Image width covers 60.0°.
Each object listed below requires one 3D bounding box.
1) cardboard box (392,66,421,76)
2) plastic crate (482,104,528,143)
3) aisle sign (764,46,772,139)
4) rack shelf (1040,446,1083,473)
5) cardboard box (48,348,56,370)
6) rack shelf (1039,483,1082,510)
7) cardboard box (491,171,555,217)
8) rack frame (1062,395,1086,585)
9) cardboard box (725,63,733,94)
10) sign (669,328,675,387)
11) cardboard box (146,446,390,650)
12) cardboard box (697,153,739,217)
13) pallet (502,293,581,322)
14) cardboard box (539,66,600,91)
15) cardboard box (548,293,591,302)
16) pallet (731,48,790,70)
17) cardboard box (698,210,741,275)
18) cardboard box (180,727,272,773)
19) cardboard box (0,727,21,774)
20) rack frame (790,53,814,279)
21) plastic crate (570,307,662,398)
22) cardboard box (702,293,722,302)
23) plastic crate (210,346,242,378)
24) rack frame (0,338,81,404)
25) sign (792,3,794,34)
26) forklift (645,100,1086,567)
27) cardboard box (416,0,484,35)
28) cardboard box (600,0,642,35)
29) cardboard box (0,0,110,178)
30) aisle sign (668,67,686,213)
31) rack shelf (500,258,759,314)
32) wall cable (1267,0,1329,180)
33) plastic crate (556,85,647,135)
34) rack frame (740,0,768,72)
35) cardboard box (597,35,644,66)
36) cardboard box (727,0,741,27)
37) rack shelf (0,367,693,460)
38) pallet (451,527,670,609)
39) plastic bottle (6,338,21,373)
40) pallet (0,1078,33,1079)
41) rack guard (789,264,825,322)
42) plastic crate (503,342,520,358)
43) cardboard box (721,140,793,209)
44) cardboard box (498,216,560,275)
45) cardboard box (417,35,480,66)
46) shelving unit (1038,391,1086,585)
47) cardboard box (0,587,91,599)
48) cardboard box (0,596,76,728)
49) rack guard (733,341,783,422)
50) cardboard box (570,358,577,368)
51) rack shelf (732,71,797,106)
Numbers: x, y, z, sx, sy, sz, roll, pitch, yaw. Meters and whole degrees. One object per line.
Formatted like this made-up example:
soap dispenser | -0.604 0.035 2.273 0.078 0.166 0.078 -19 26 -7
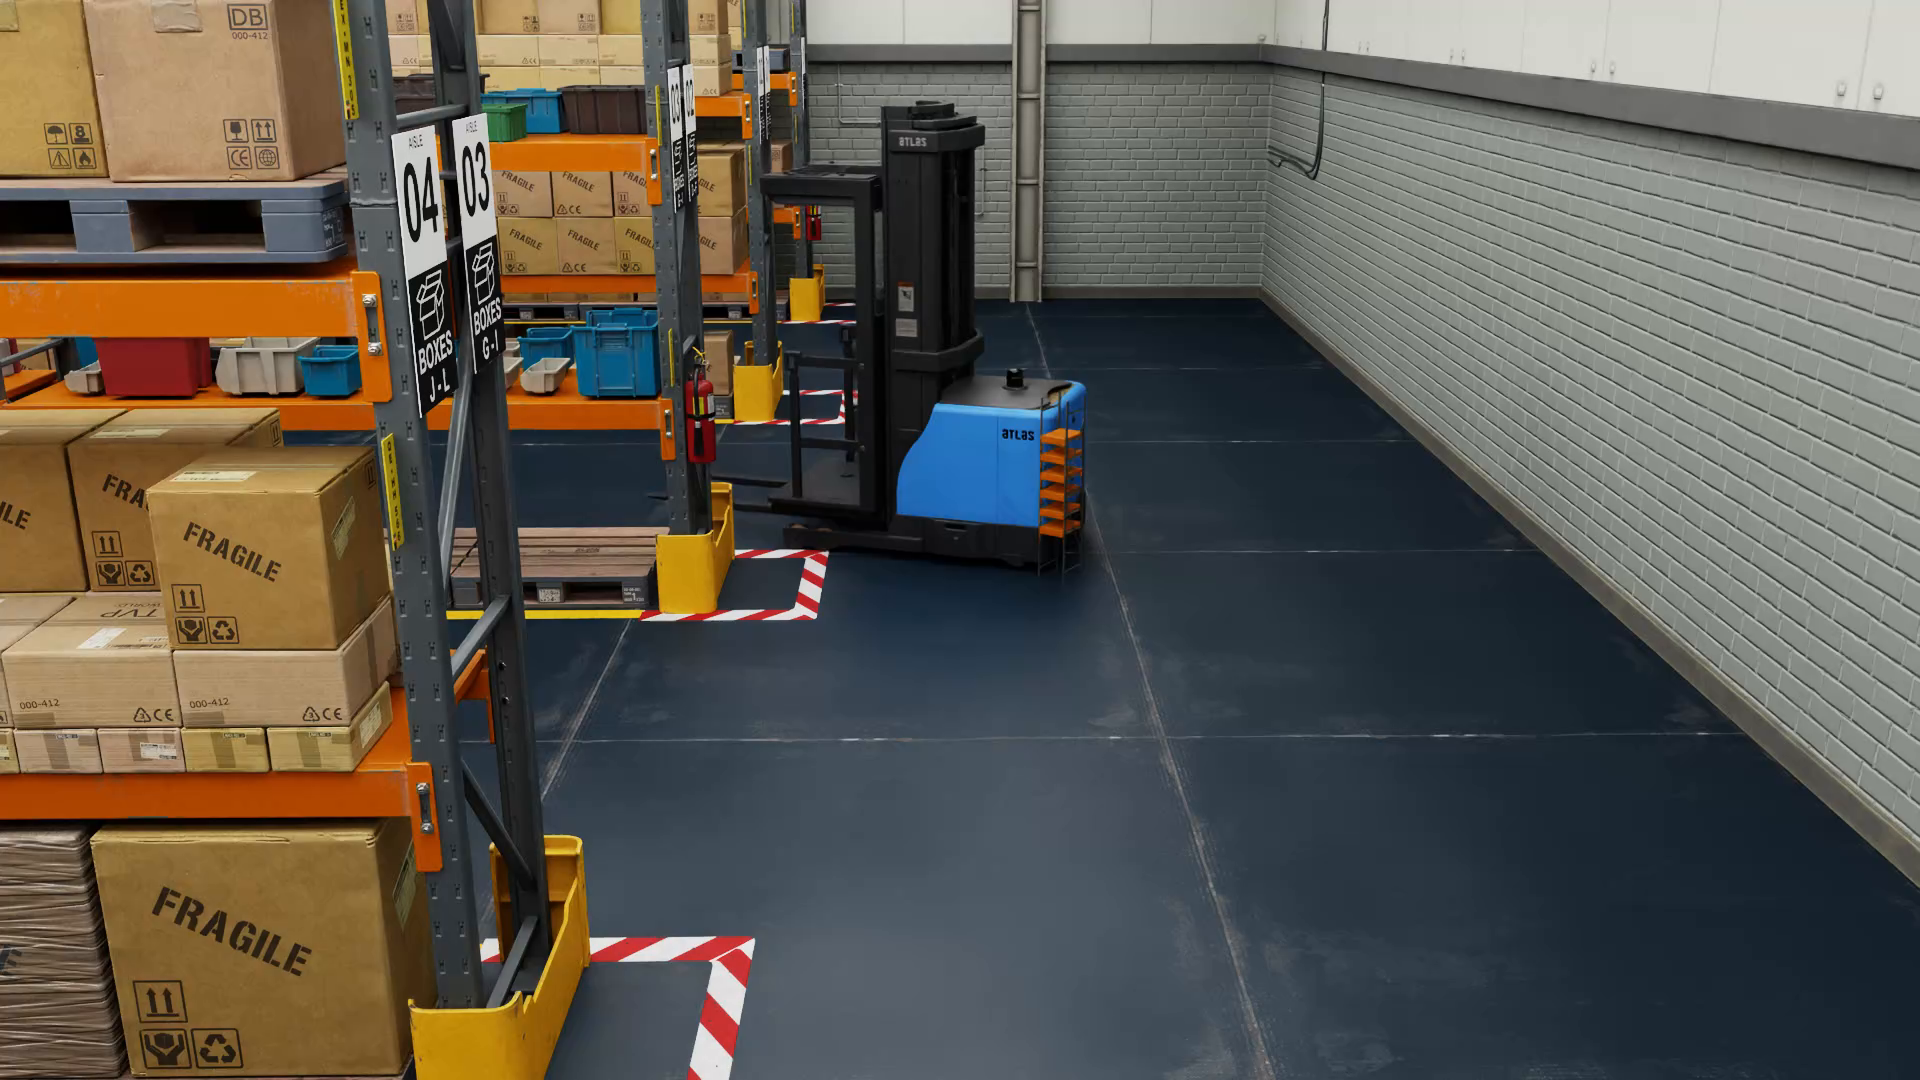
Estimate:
cardboard box | -4.786 -3.930 14.224 0.500 0.250 0.500 0 18 -1
plastic crate | -2.684 -2.388 9.516 0.336 0.188 0.450 0 18 -1
aisle sign | -1.713 -3.993 14.828 0.004 0.787 0.394 0 18 -1
rack shelf | 0.650 -0.515 10.549 0.180 0.103 0.258 12 21 32
cardboard box | -7.770 -1.570 14.902 0.500 0.500 0.500 -1 18 -3
rack shelf | 0.650 -0.287 10.622 0.180 0.103 0.258 12 21 32
cardboard box | -3.755 -3.093 14.480 0.500 0.500 0.500 0 18 1
rack frame | 0.726 -0.313 10.560 0.006 1.200 0.240 12 21 32
cardboard box | -2.295 -4.097 14.743 0.500 0.250 0.500 0 18 -1
sign | -1.678 -1.062 9.680 0.005 0.325 0.100 0 18 -1
cardboard box | -2.107 0.016 5.118 0.500 0.500 0.500 0 18 0
cardboard box | -2.218 -3.103 14.508 0.500 0.500 0.500 0 18 -1
pallet | -5.097 -2.811 19.963 1.213 0.211 1.003 0 18 -1
cardboard box | -3.286 -3.933 14.233 0.500 0.250 0.500 0 18 -1
cardboard box | -4.607 -3.142 19.836 0.500 0.500 0.700 0 18 -1
pallet | -2.600 -5.557 19.195 1.213 0.211 1.003 0 18 -1
cardboard box | -2.220 -2.627 14.663 0.500 0.500 0.500 0 18 1
cardboard box | -2.235 0.584 5.227 0.250 0.149 0.380 0 18 0
cardboard box | -2.996 0.588 5.215 0.250 0.149 0.380 -1 18 -2
rack frame | -1.859 -4.178 19.661 0.127 3.000 1.000 0 18 -1
plastic crate | -2.034 -1.139 10.031 0.499 0.435 0.616 0 18 -1
cardboard box | -3.057 -3.151 19.865 0.500 0.500 0.700 0 18 -1
plastic crate | -4.587 -1.118 10.474 0.590 0.125 0.437 0 18 -1
rack frame | -5.702 -1.133 10.168 0.127 3.000 1.000 0 18 -1
sign | -1.864 -5.824 18.563 0.005 0.325 0.100 0 18 -1
forklift | -0.699 -1.461 11.303 3.031 2.935 1.130 5 19 17
cardboard box | -4.289 -4.575 14.188 0.500 0.500 0.700 0 18 -1
cardboard box | -2.792 -4.633 14.368 0.500 0.500 0.700 0 18 -1
cardboard box | -2.708 -1.378 5.007 0.500 0.500 0.700 -1 18 -3
aisle sign | -1.626 -2.301 9.553 0.004 0.787 0.394 0 18 -1
rack shelf | -3.777 -2.313 15.024 4.000 0.370 1.077 0 18 -1
wall cable | 3.802 -5.474 18.963 0.112 2.526 3.097 0 18 -1
plastic crate | -2.092 -2.601 10.050 0.590 0.269 0.497 0 18 -1
rack frame | -1.777 -5.522 14.028 0.127 3.000 1.000 0 18 -1
cardboard box | -2.786 -4.177 14.174 0.500 0.250 0.500 0 18 -1
cardboard box | -2.586 -6.053 18.761 0.500 0.500 0.500 0 18 -1
rack shelf | -3.702 -0.800 10.308 4.000 0.370 1.077 0 18 -1
pallet | -2.528 0.168 10.679 1.213 0.211 1.003 0 18 -1
plastic bottle | -6.075 -1.206 10.587 0.133 0.283 0.061 0 18 -1
pallet | -3.639 1.721 5.837 1.213 0.211 1.003 0 18 -1
rack guard | -1.835 -2.988 20.043 0.348 0.500 1.175 0 18 -1
plastic crate | -2.955 -1.175 10.633 0.298 0.136 0.250 0 18 -1
cardboard box | -2.369 -4.315 19.598 0.700 0.700 0.980 1 18 2
cardboard box | -3.742 -2.621 14.642 0.500 0.500 0.500 -1 18 -2
cardboard box | -4.286 -4.169 14.149 0.500 0.250 0.500 0 18 -1
shelving unit | 0.650 -0.329 10.609 0.189 1.200 0.258 12 21 32
cardboard box | -3.131 0.216 5.722 0.500 0.250 0.500 -1 18 -3
cardboard box | -3.121 0.379 5.215 0.500 0.250 0.500 -1 18 -3
rack guard | -1.853 -1.474 15.325 0.348 0.500 1.175 0 18 -1
cardboard box | -3.267 -1.492 15.069 0.500 0.250 0.500 0 18 -1
rack shelf | -3.859 -5.254 19.282 4.000 0.370 1.077 0 18 -1
